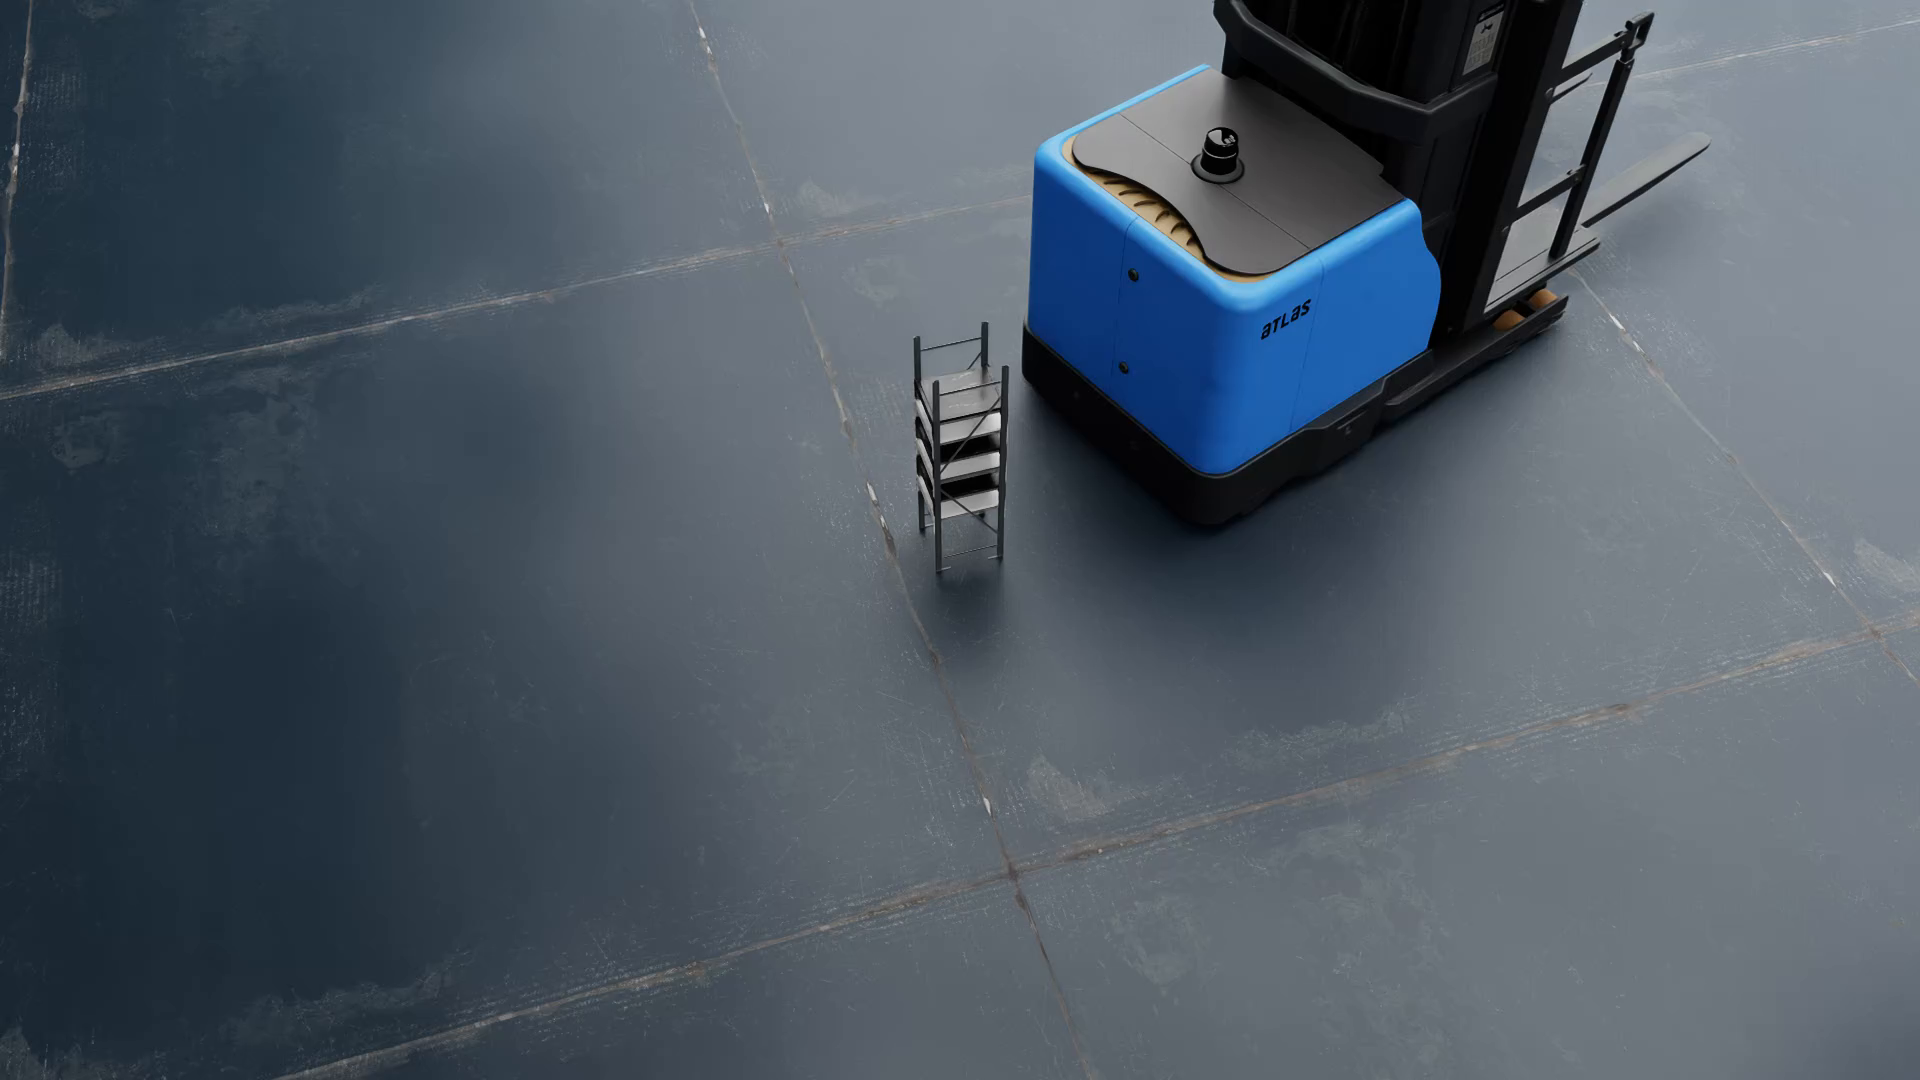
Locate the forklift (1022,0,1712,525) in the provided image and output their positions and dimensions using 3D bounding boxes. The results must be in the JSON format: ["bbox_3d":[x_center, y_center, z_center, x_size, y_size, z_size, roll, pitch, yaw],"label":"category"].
[{"bbox_3d":[1.703,-1.944,5.472,3.031,2.935,1.130,-31,56,-23],"label":"forklift"}]

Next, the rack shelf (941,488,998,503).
[{"bbox_3d":[0.002,-0.214,5.484,0.199,0.015,0.184,-13,51,-11],"label":"rack shelf"}]

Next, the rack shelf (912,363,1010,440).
[{"bbox_3d":[0.002,-0.437,5.220,0.258,0.077,0.200,-13,51,-11],"label":"rack shelf"}]

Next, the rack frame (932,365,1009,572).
[{"bbox_3d":[0.032,-0.210,5.338,0.240,0.900,0.006,-13,51,-11],"label":"rack frame"}]

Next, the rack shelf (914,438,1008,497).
[{"bbox_3d":[0.002,-0.263,5.426,0.258,0.077,0.200,-13,51,-11],"label":"rack shelf"}]

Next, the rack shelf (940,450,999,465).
[{"bbox_3d":[0.002,-0.330,5.346,0.199,0.015,0.184,-13,51,-11],"label":"rack shelf"}]

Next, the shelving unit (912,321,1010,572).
[{"bbox_3d":[0.002,-0.284,5.401,0.258,0.900,0.210,-13,51,-11],"label":"shelving unit"}]

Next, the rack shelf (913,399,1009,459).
[{"bbox_3d":[0.002,-0.379,5.289,0.258,0.077,0.200,-13,51,-11],"label":"rack shelf"}]

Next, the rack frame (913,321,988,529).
[{"bbox_3d":[-0.028,-0.358,5.464,0.240,0.900,0.006,-13,51,-11],"label":"rack frame"}]

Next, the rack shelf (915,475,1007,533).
[{"bbox_3d":[0.002,-0.147,5.564,0.258,0.077,0.200,-13,51,-11],"label":"rack shelf"}]
